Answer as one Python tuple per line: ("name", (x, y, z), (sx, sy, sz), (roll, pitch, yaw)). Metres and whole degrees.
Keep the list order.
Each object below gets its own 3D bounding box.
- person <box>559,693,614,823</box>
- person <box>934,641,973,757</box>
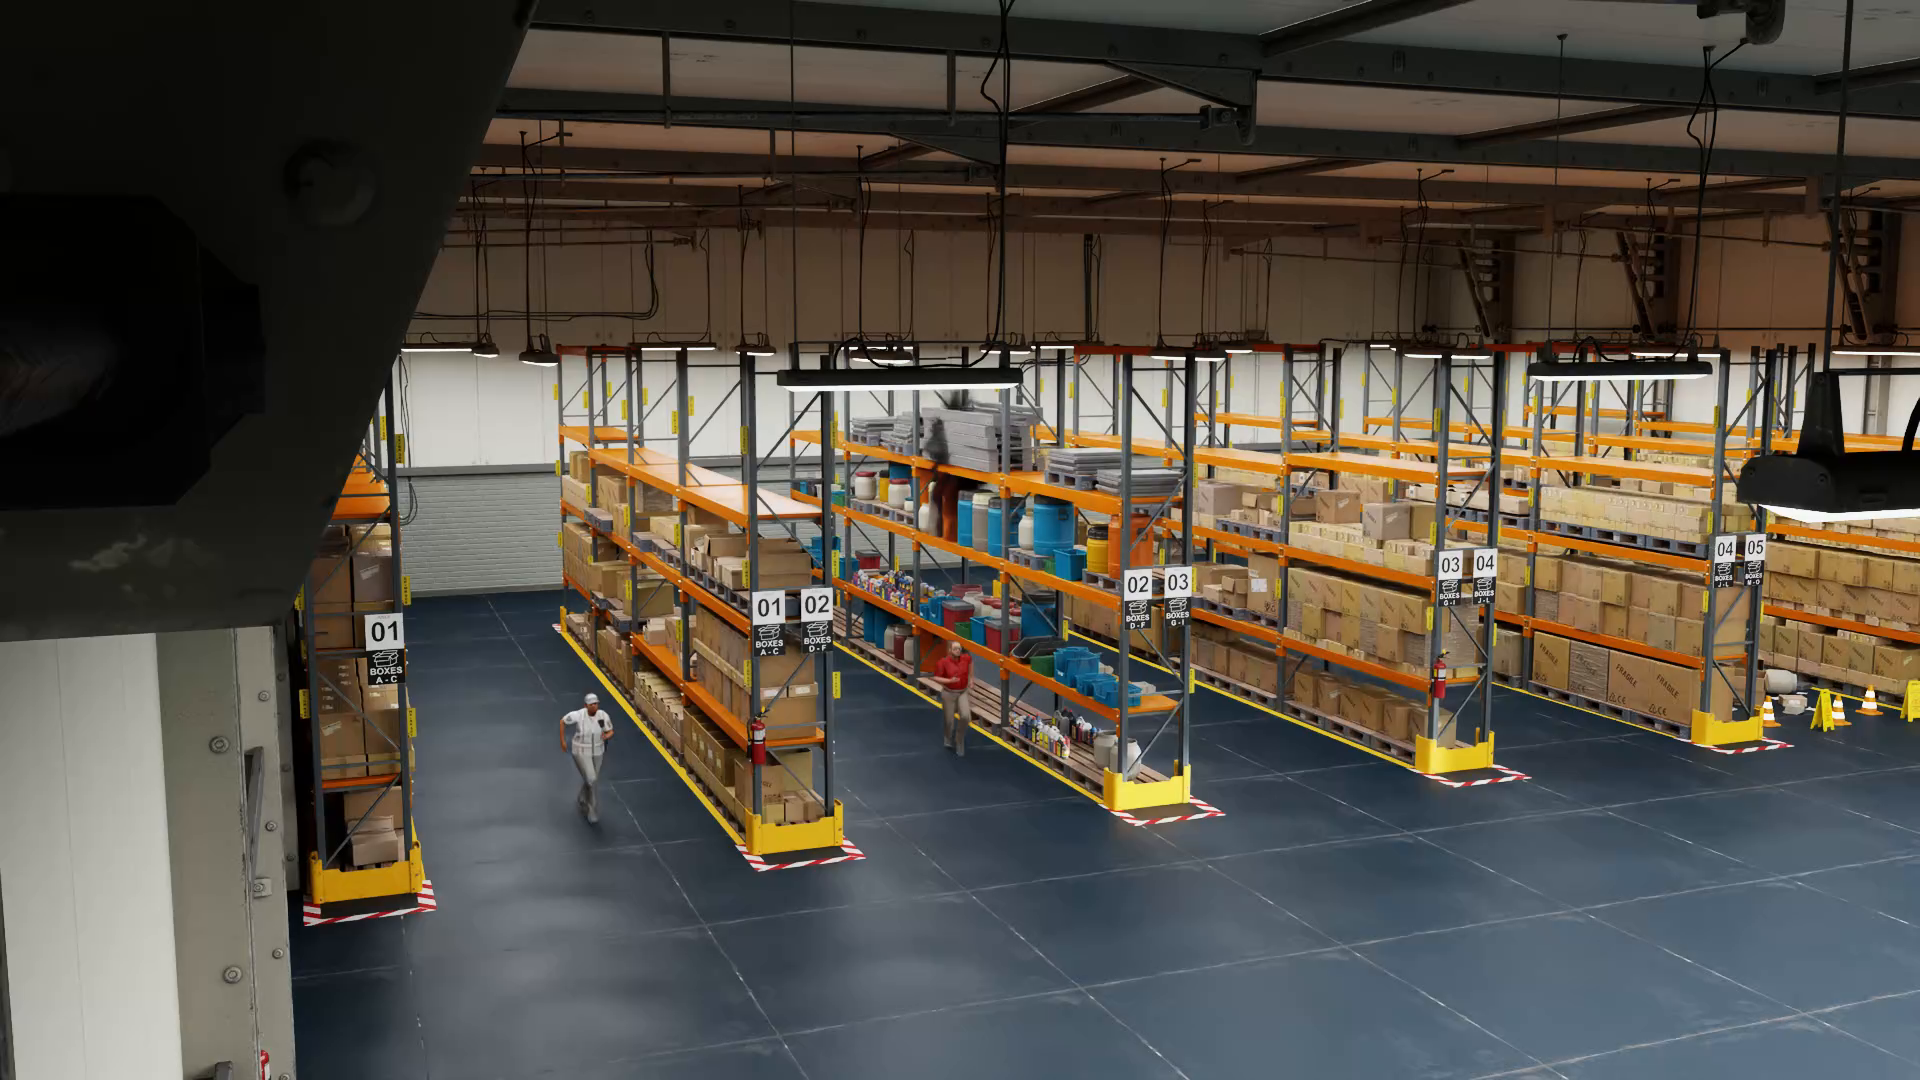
("person", (-4.814, 2.799, 21.520), (0.628, 1.679, 0.815), (-5, 9, -33))
("person", (-0.075, 2.348, 24.807), (0.689, 1.756, 0.854), (-2, 8, -18))
